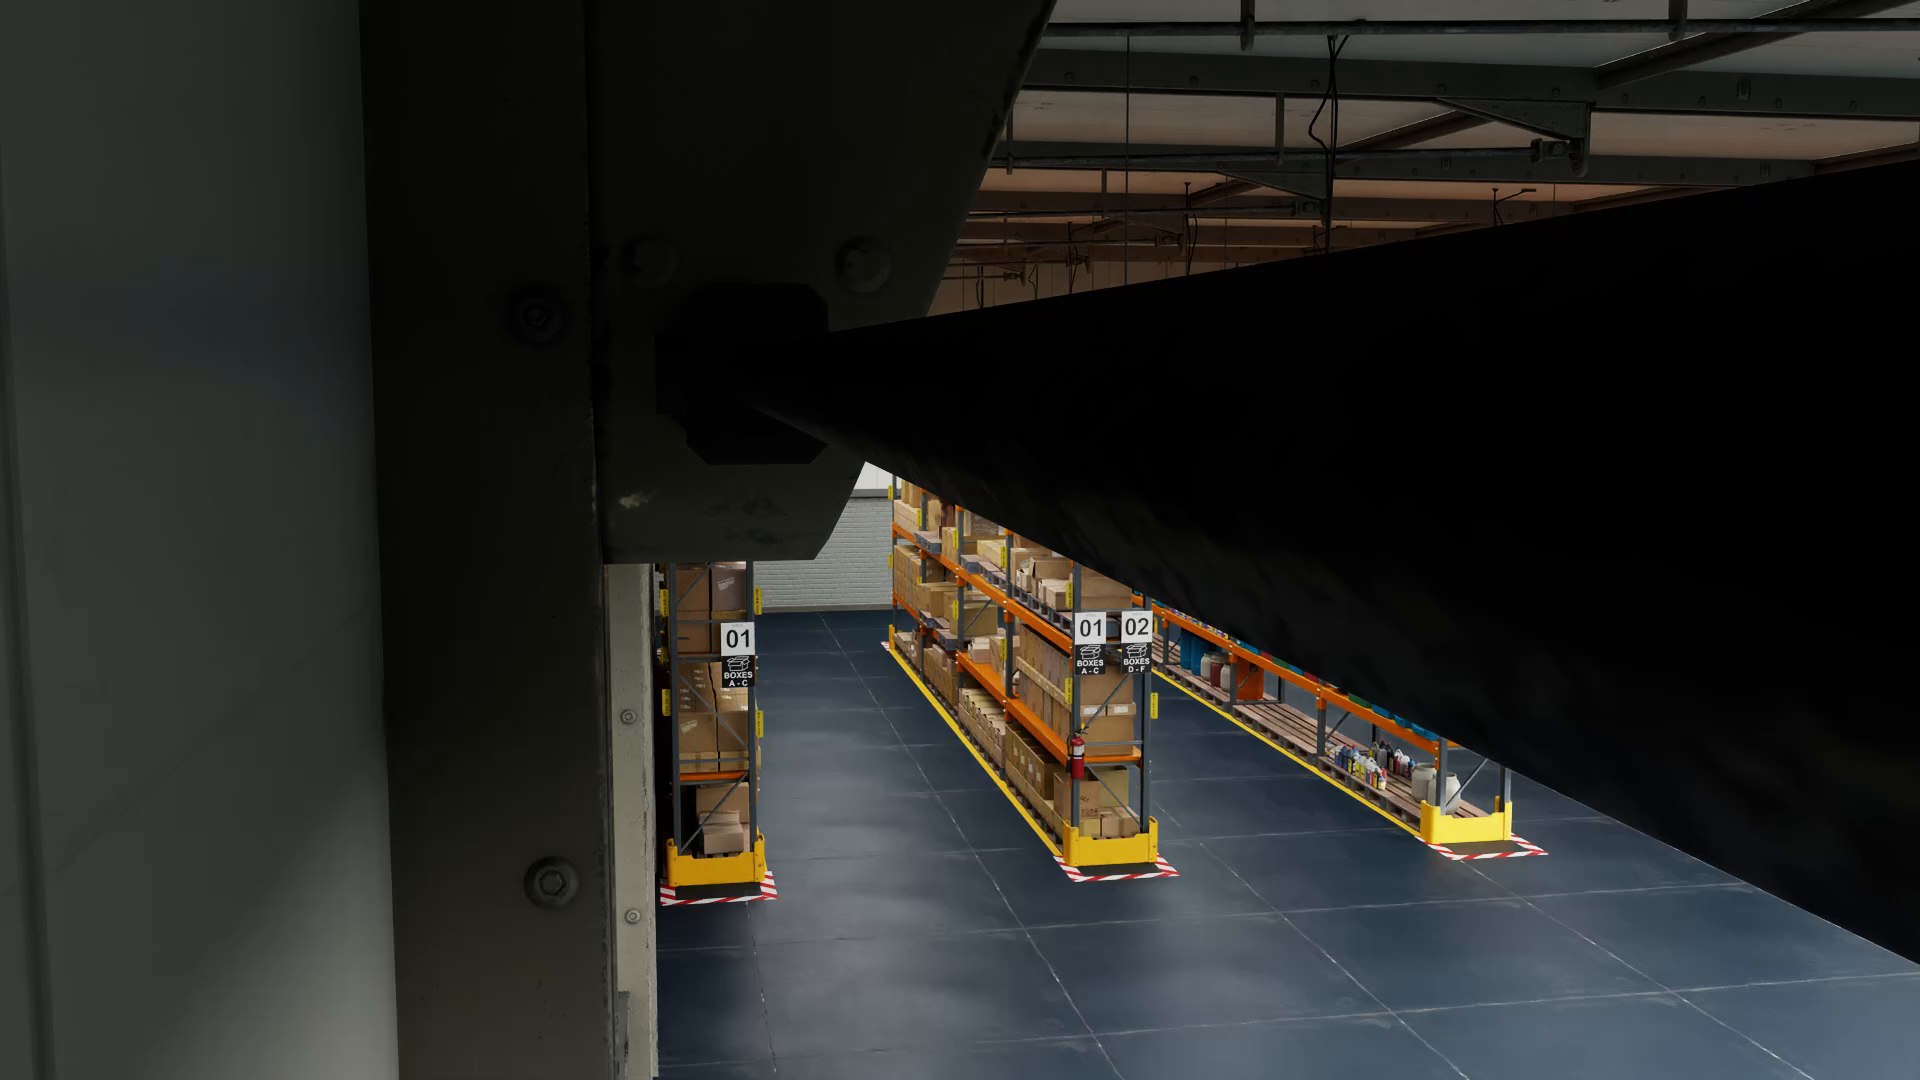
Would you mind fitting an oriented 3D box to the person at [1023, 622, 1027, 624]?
[{"bbox_3d":[1.541,1.927,33.388,0.593,1.623,0.687,-3,7,-26],"label":"person"}]
